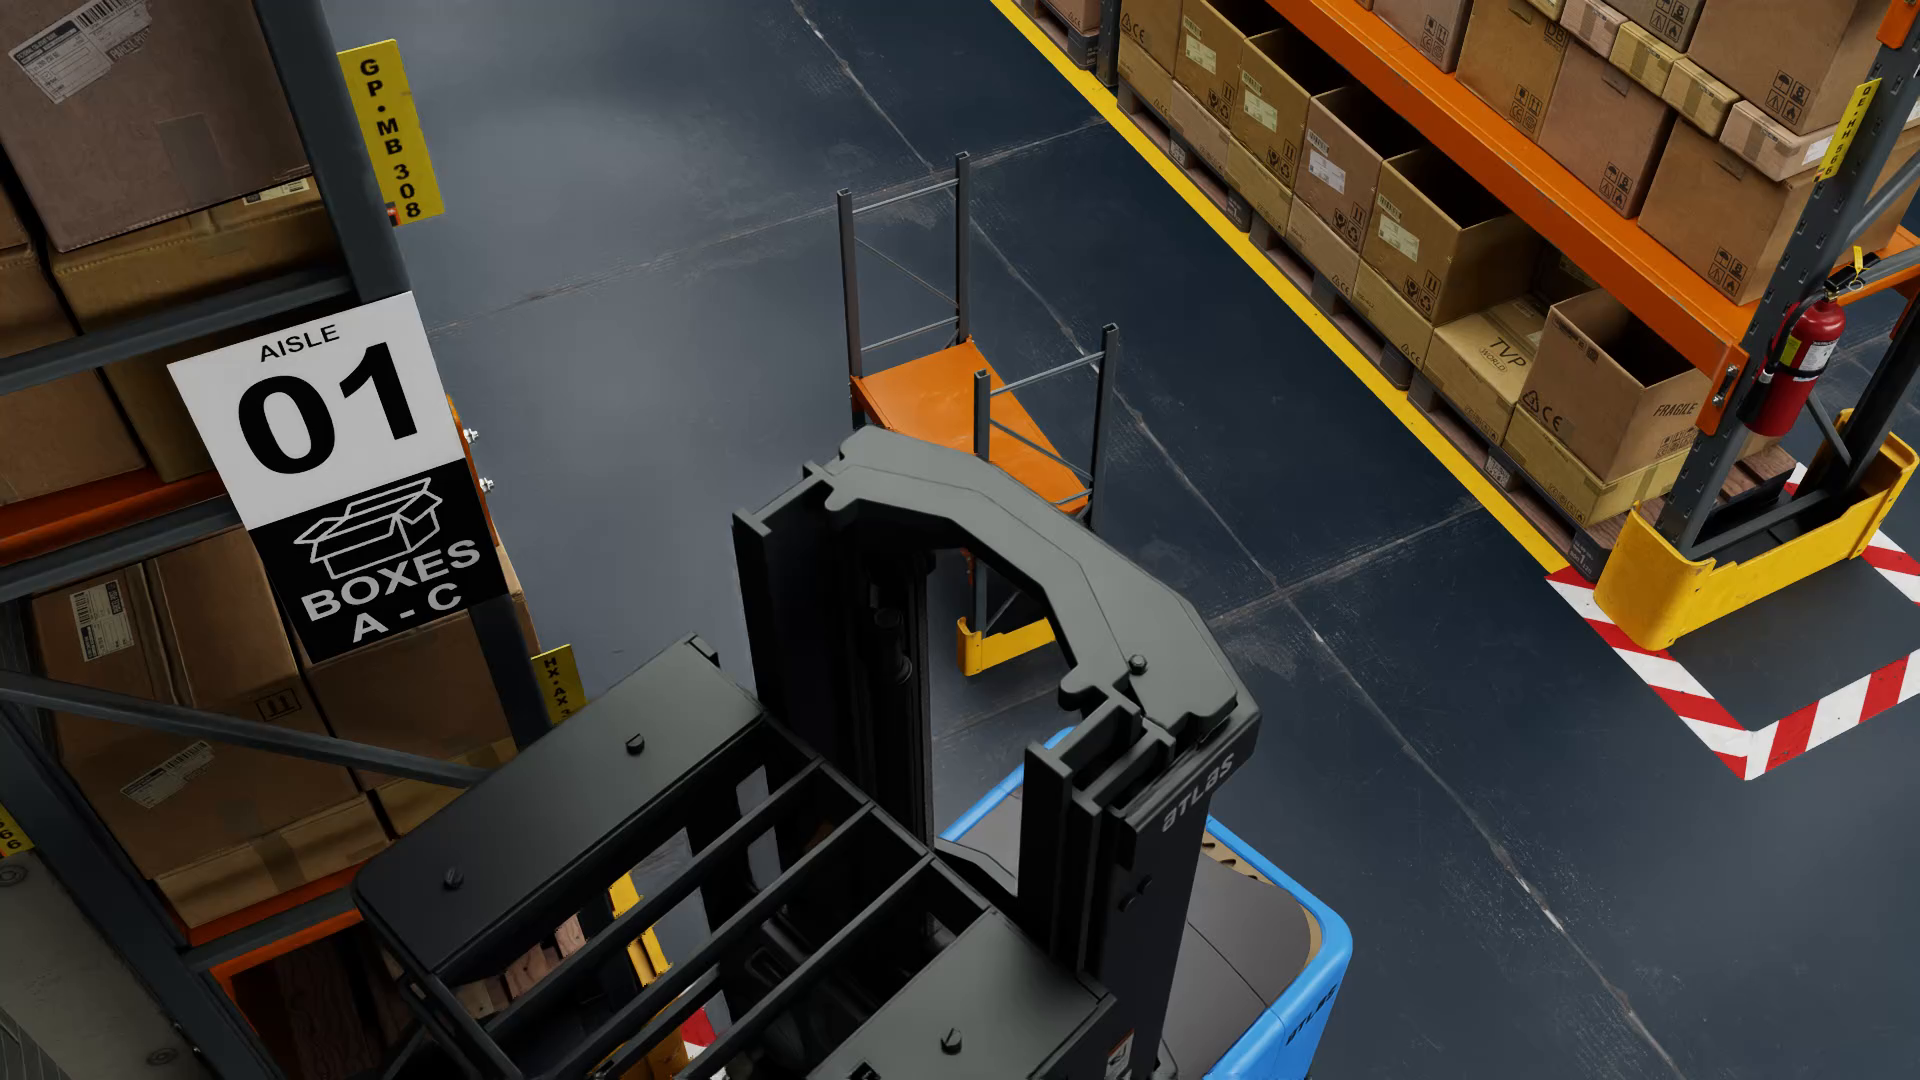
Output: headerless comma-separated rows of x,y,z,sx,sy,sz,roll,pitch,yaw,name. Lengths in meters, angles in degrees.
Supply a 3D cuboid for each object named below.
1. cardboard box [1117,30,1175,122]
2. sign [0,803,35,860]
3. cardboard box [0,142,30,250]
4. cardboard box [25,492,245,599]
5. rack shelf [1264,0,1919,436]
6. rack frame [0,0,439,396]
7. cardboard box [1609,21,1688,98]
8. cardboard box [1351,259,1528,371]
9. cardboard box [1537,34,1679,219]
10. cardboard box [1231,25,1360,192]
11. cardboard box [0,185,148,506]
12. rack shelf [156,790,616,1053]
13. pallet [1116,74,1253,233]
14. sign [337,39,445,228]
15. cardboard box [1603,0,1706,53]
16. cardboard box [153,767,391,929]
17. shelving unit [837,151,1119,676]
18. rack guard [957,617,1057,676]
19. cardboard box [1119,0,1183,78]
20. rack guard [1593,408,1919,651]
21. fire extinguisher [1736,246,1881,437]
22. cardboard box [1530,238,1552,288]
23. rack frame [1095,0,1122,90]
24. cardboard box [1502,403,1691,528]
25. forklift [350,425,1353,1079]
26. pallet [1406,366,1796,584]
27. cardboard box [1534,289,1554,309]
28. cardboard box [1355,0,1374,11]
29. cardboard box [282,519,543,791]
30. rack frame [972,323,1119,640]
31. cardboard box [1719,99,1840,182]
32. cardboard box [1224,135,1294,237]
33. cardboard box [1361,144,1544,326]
1.130,-2.379,8.278,0.500,0.250,0.500,-21,52,-18,cardboard box
-1.888,0.518,3.218,0.100,0.325,0.005,-21,52,-18,sign
-1.815,-0.729,2.551,0.500,0.500,0.500,-19,52,-16,cardboard box
-2.011,0.039,4.204,0.500,0.500,0.500,-21,52,-17,cardboard box
2.103,-1.985,6.864,1.077,0.370,4.000,-21,52,-18,rack shelf
-1.385,-1.150,1.670,1.000,3.000,0.127,-21,52,-18,rack frame
2.436,-1.666,5.609,0.380,0.149,0.250,-22,52,-18,cardboard box
2.040,-1.038,7.106,0.500,0.250,0.500,-21,52,-18,cardboard box
2.571,-1.583,5.968,0.700,0.500,0.500,-20,52,-17,cardboard box
1.579,-1.953,7.408,0.500,0.500,0.500,-21,52,-18,cardboard box
-1.801,-0.394,2.922,0.500,0.500,0.500,-18,51,-15,cardboard box
-2.300,-0.276,5.369,1.077,0.370,4.000,-21,52,-18,rack shelf
1.514,-2.096,8.335,1.003,0.211,1.213,-21,52,-18,pallet
-0.902,-0.637,2.633,0.100,0.325,0.005,-21,52,-18,sign
2.546,-2.046,5.511,0.700,0.500,0.500,-22,53,-18,cardboard box
-1.771,0.622,4.192,0.500,0.250,0.500,-20,52,-17,cardboard box
0.035,-0.443,6.033,0.587,1.500,1.083,-21,52,-18,shelving unit
0.263,0.302,6.212,0.587,0.250,0.087,-21,52,-18,rack guard
1.121,-2.622,7.993,0.500,0.500,0.500,-21,52,-18,cardboard box
3.029,-0.044,6.349,1.175,0.500,0.348,-21,52,-18,rack guard
2.659,-0.619,5.242,0.296,0.674,0.183,-21,52,-18,fire extinguisher
2.500,-1.463,6.979,0.500,0.500,0.500,-21,52,-18,cardboard box
1.188,-3.561,7.764,1.000,3.000,0.127,-21,52,-18,rack frame
2.510,-0.374,6.524,0.500,0.250,0.500,-21,52,-18,cardboard box
-0.347,1.296,3.562,1.130,2.935,3.031,37,58,27,forklift
2.631,-0.463,6.907,1.003,0.211,1.213,-21,52,-18,pallet
2.738,-0.885,6.972,0.500,0.250,0.500,-21,52,-18,cardboard box
1.870,-2.611,6.867,0.700,0.500,0.500,-20,52,-17,cardboard box
-1.336,0.198,4.065,0.500,0.500,0.500,-21,52,-17,cardboard box
0.272,-0.096,5.731,0.500,1.500,0.032,-21,52,-18,rack frame
2.674,-1.320,5.307,0.380,0.149,0.250,-22,52,-18,cardboard box
1.579,-1.706,7.690,0.500,0.250,0.500,-21,52,-18,cardboard box
2.037,-1.284,6.822,0.500,0.500,0.500,-21,52,-18,cardboard box
